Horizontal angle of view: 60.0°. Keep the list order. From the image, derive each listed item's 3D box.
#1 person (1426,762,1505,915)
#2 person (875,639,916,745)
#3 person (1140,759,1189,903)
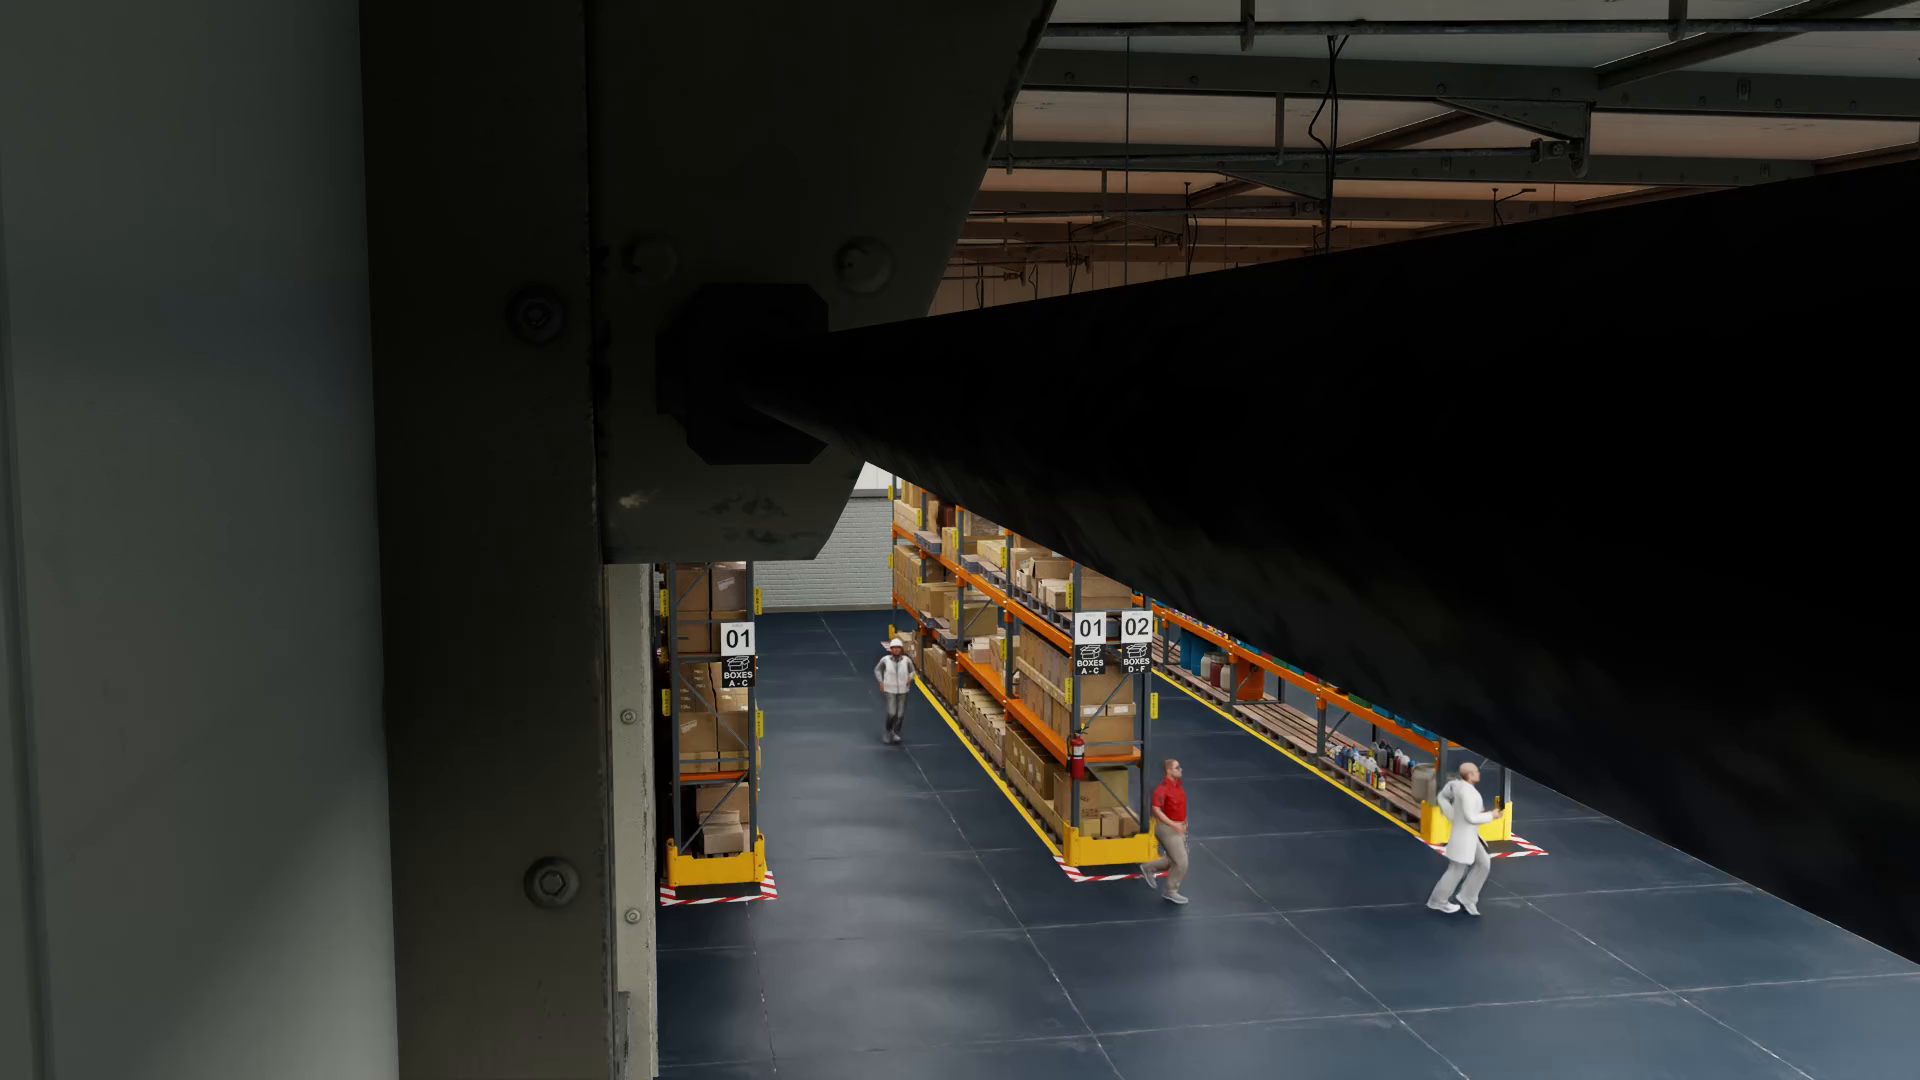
[{"bbox_3d":[5.741,3.431,18.880,0.812,1.837,0.666,1,6,13],"label":"person"},{"bbox_3d":[-1.039,2.498,27.388,0.661,1.759,0.677,-1,6,-13],"label":"person"},{"bbox_3d":[2.411,3.391,19.523,0.616,1.685,0.687,3,7,24],"label":"person"}]
